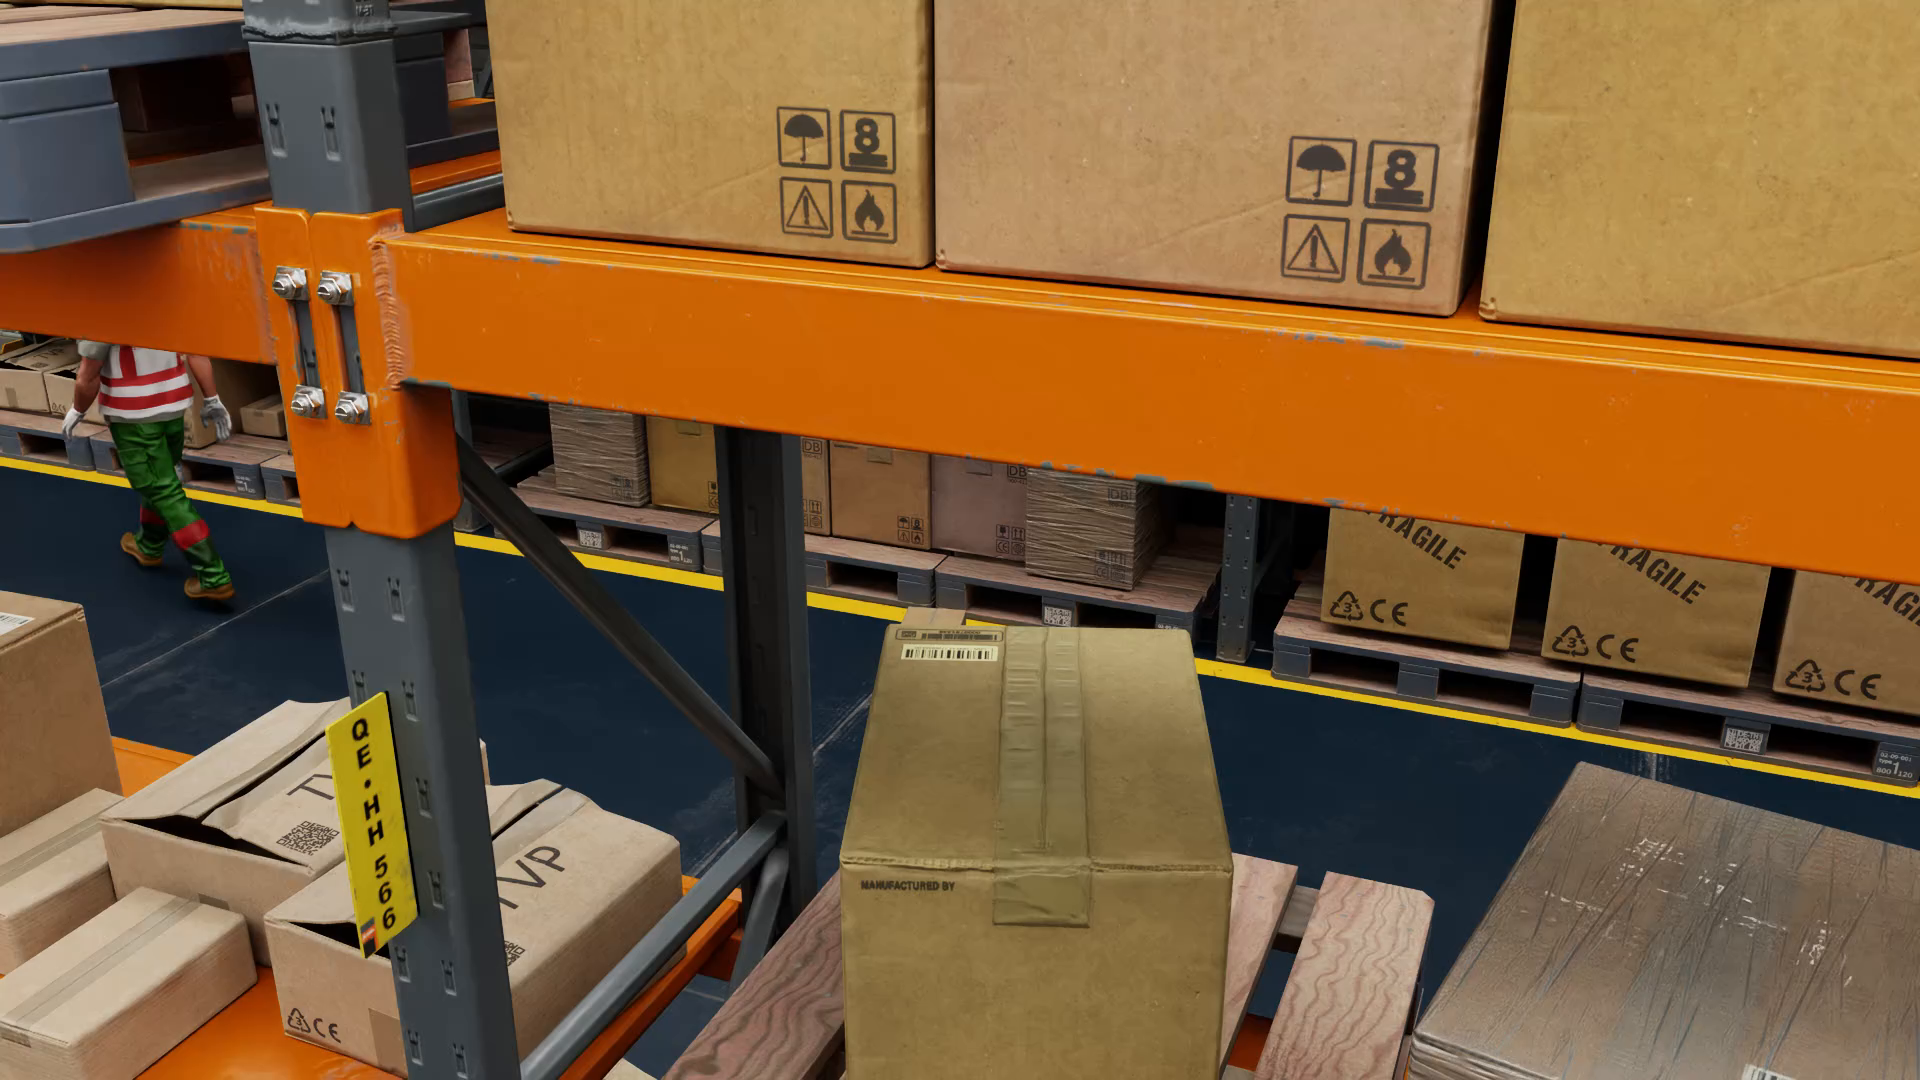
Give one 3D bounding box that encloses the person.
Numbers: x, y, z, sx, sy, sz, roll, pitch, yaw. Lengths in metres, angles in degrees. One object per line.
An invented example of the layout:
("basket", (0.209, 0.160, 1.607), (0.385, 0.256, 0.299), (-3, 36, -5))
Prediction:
("person", (-3.737, -0.604, 7.548), (1.014, 1.742, 0.584), (11, 25, 25))
